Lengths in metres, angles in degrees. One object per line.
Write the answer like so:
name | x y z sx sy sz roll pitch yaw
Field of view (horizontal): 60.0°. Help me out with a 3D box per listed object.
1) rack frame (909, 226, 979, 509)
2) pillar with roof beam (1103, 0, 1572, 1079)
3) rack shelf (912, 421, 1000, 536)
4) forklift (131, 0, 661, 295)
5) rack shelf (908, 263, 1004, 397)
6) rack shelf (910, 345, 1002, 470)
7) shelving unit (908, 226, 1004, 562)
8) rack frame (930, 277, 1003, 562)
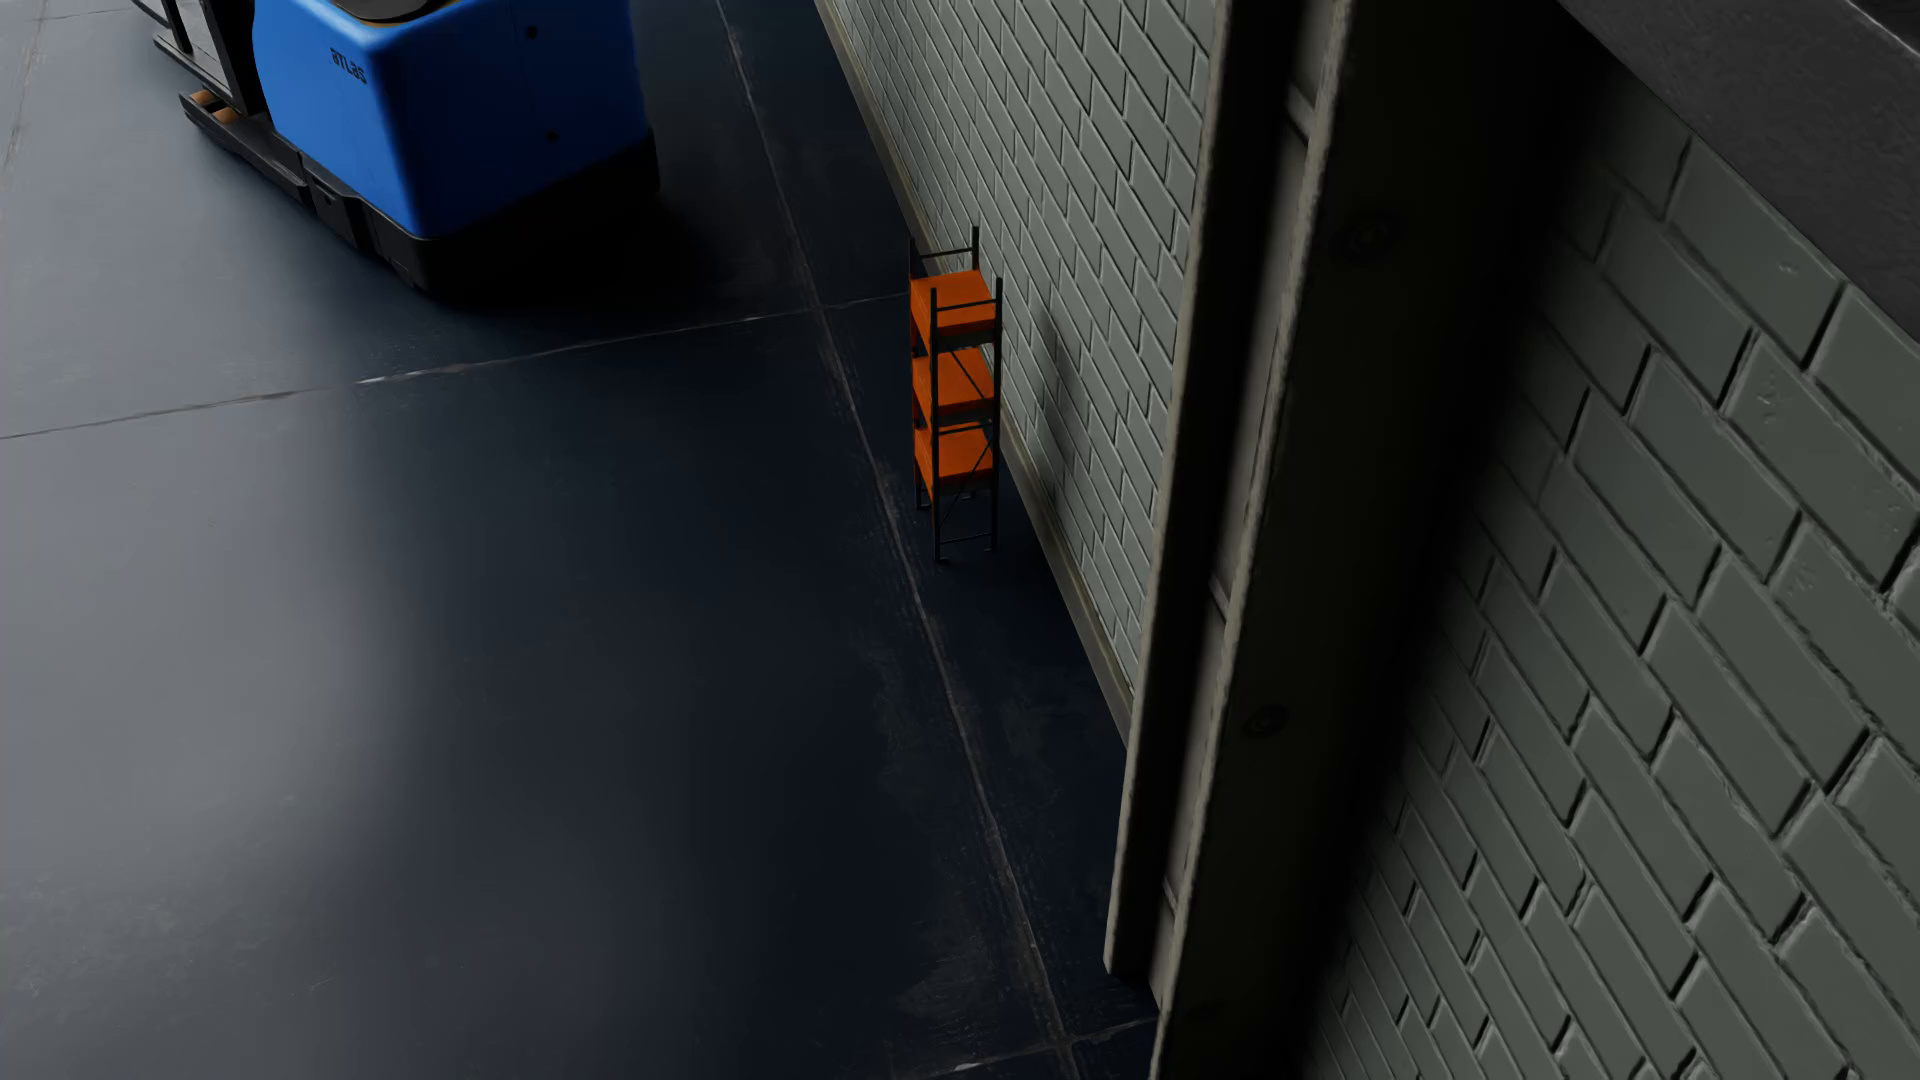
rack frame | -0.045 -0.489 4.994 0.200 1.050 0.008 -11 47 -10
pillar with roof beam | -3.601 -1.199 0.124 9.100 9.000 0.400 -11 47 -10
rack shelf | -0.014 -0.202 5.117 0.215 0.259 0.240 -11 47 -10
forklift | -2.570 -2.858 5.998 3.031 2.935 1.130 35 55 30
rack shelf | -0.014 -0.596 4.716 0.215 0.259 0.240 -11 47 -10
rack shelf | -0.014 -0.397 4.919 0.215 0.259 0.240 -11 47 -10
shelving unit | -0.014 -0.404 4.911 0.215 1.050 0.252 -11 47 -10
rack frame | 0.018 -0.320 4.829 0.200 1.050 0.008 -11 47 -10
